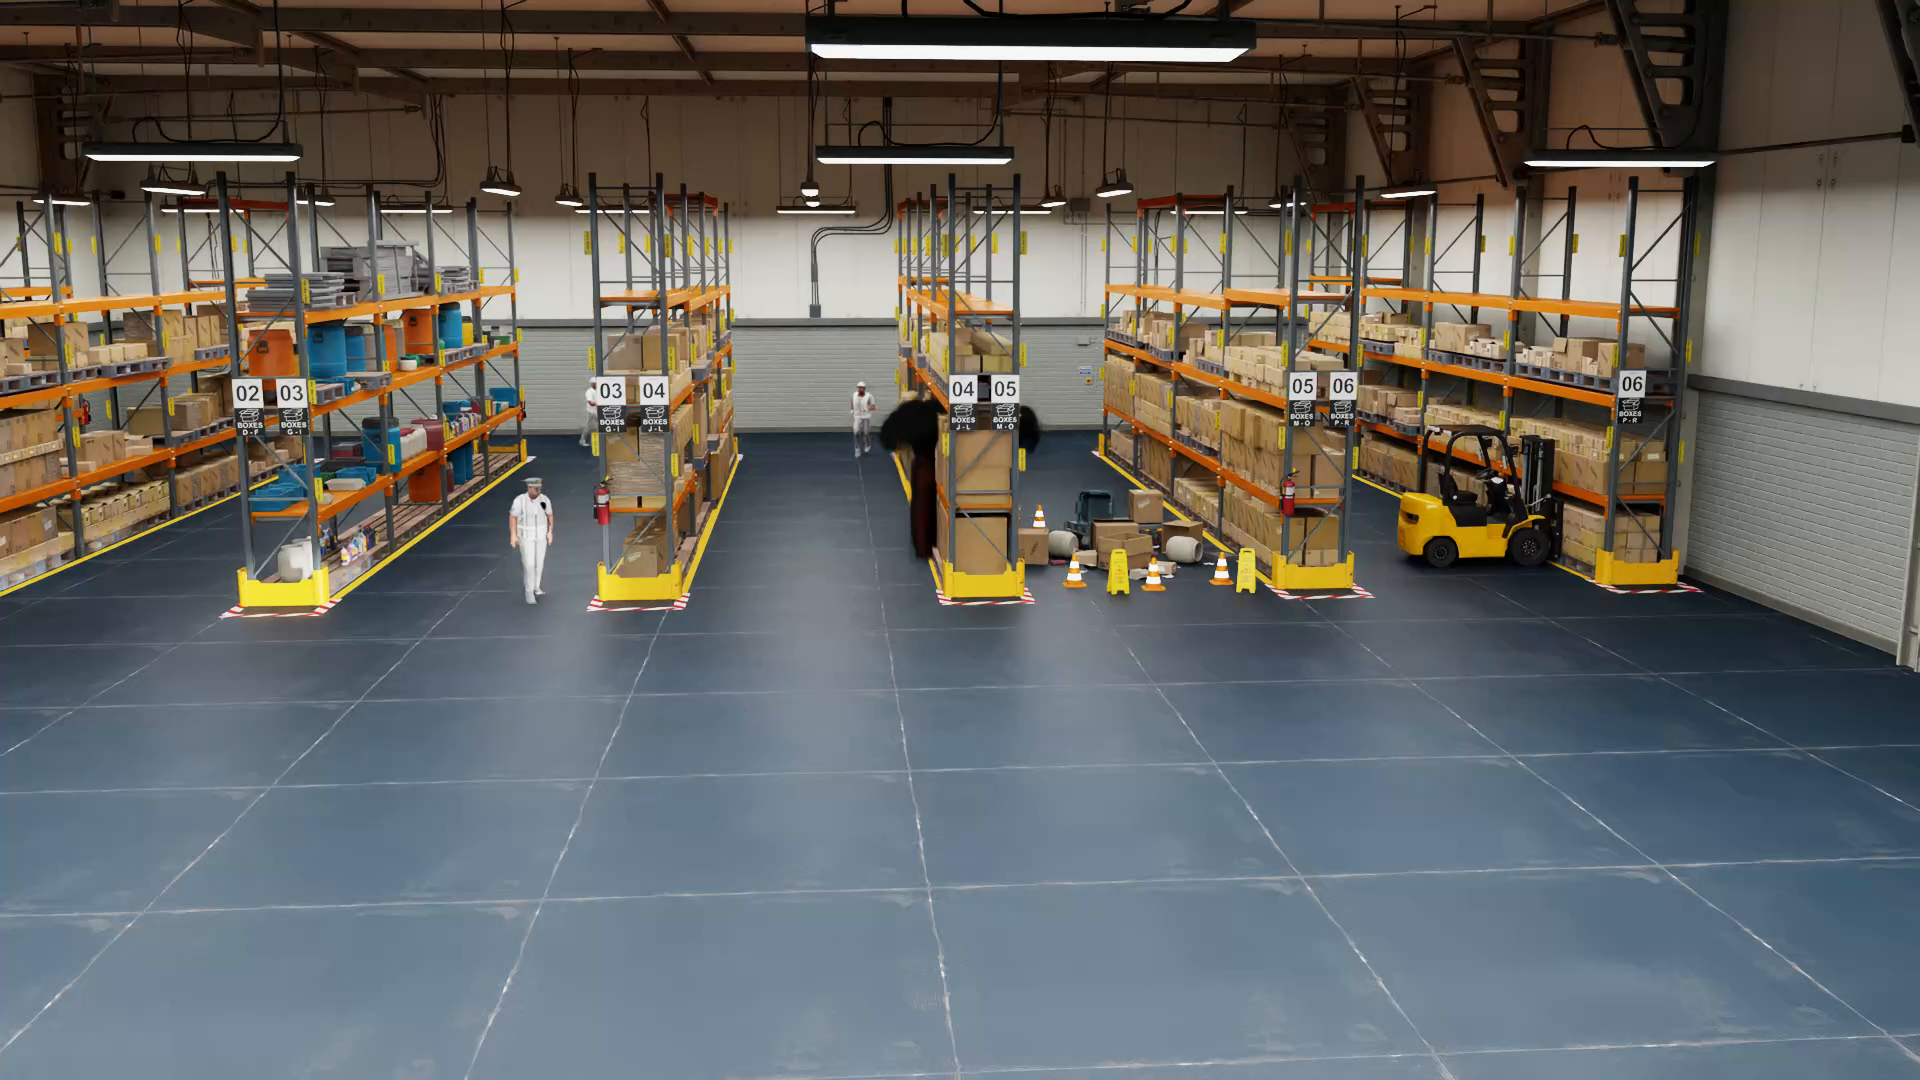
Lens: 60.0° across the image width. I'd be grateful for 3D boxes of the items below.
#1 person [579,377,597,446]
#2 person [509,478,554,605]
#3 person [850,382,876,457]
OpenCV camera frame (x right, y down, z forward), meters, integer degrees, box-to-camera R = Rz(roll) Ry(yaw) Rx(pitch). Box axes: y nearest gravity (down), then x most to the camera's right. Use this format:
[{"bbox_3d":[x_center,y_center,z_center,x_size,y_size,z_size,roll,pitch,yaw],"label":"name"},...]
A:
[{"bbox_3d":[-9.113,-3.148,41.456,0.850,1.824,0.679,4,11,20],"label":"person"},{"bbox_3d":[-6.100,-0.001,23.728,0.621,1.810,0.631,-6,12,-30],"label":"person"},{"bbox_3d":[-2.338,-2.902,40.077,0.660,1.839,0.827,2,10,10],"label":"person"}]
